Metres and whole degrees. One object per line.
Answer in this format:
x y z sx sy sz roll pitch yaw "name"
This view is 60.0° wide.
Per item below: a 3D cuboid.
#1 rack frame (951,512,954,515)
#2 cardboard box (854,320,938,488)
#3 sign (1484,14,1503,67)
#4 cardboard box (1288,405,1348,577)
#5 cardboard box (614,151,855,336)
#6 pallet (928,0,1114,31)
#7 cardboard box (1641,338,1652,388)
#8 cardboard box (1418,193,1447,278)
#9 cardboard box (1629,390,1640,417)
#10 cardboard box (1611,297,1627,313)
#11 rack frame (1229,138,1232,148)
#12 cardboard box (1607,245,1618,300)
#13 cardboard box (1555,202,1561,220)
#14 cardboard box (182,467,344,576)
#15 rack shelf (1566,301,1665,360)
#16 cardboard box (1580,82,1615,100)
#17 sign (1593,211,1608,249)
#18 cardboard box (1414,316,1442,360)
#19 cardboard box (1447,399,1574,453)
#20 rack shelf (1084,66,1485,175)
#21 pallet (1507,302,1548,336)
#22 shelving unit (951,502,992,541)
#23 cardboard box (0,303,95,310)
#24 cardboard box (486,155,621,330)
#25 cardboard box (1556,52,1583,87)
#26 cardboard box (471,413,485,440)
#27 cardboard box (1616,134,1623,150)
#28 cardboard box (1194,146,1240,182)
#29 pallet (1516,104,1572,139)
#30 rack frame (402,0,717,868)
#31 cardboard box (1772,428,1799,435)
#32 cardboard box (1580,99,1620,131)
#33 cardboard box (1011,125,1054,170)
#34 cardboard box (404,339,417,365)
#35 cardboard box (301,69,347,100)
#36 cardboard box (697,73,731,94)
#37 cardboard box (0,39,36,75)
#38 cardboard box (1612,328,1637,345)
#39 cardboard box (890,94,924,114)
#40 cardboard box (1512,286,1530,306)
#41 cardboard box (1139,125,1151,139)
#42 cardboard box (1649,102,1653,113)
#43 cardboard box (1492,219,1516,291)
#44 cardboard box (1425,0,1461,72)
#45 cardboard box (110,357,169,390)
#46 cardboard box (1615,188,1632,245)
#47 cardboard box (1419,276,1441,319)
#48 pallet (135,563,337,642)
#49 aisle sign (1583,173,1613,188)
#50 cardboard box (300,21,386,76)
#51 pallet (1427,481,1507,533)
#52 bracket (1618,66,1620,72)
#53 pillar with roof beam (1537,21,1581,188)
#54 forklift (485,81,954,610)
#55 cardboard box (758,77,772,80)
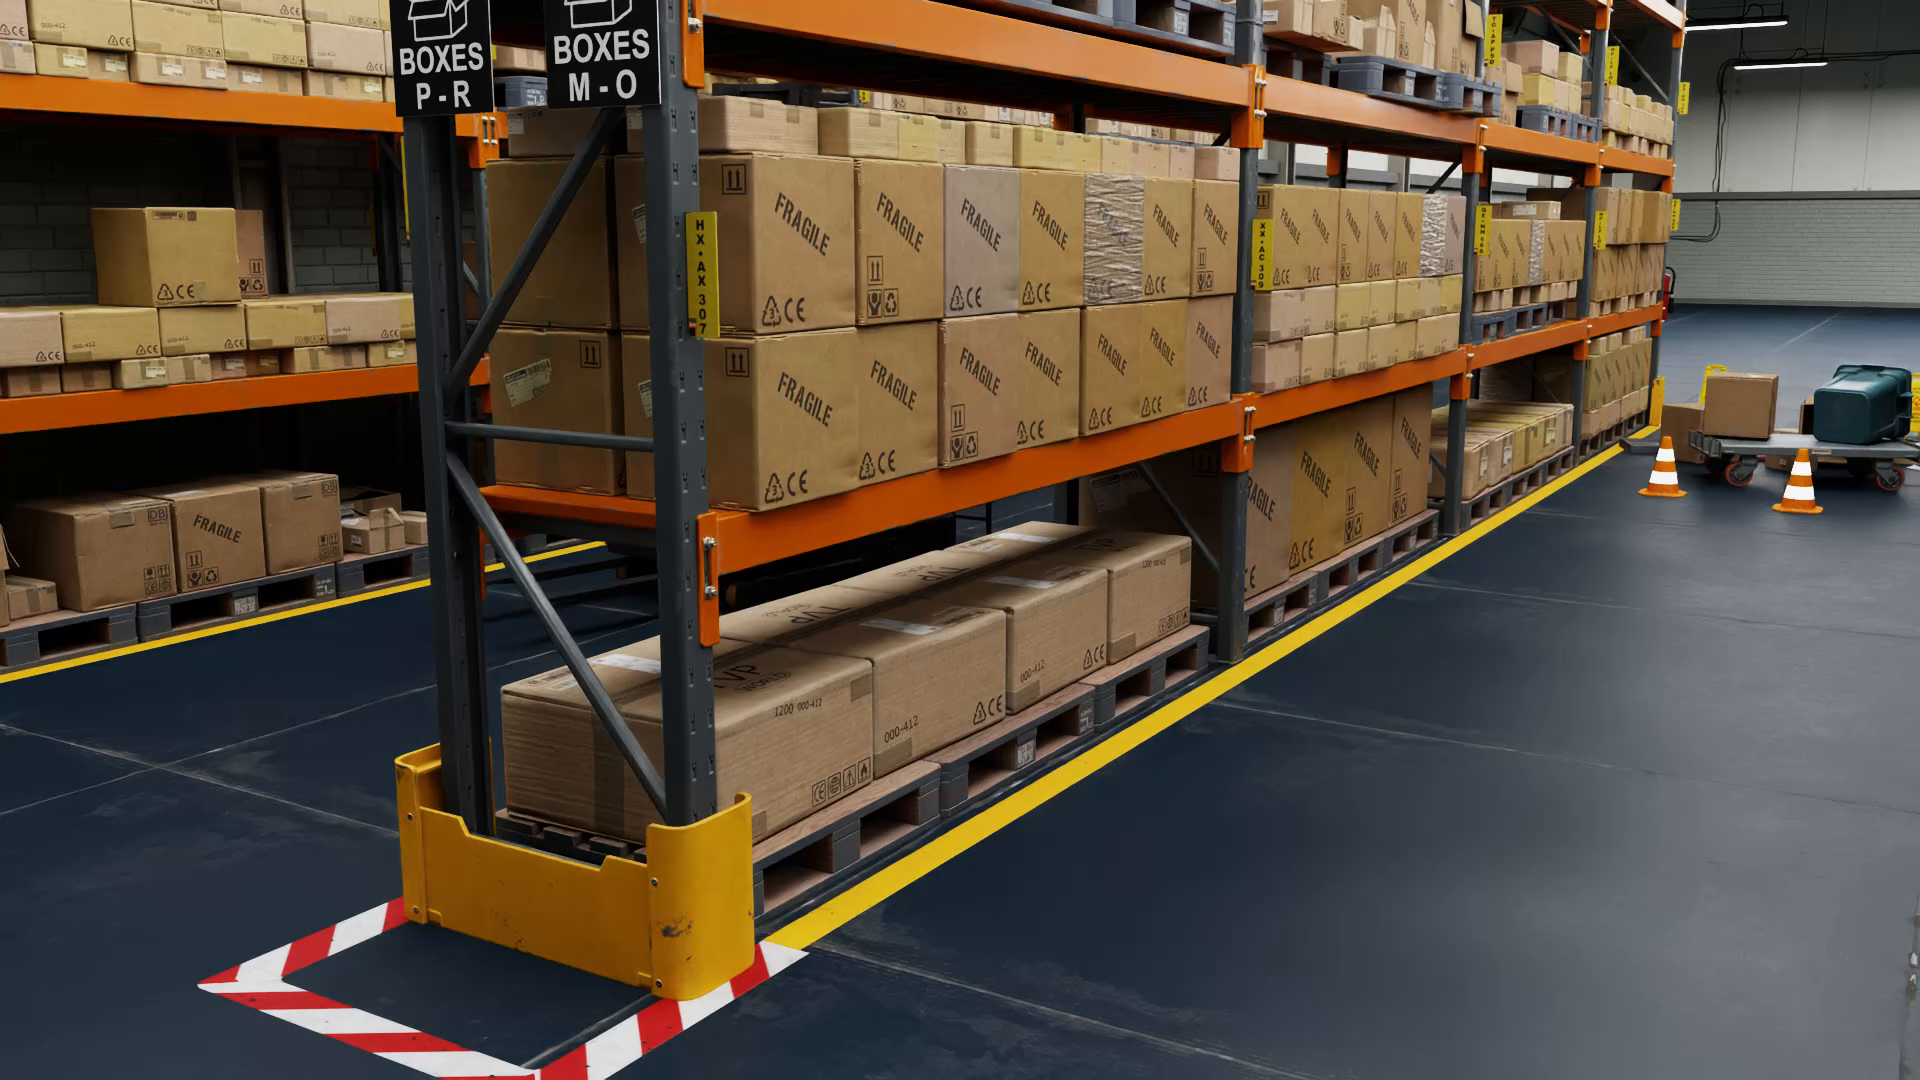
-0.213 -0.968 10.831 0.400 2.100 0.015 6 12 31 "rack frame"
-0.413 -0.465 5.429 0.500 0.500 0.500 6 12 30 "cardboard box"
3.477 -3.257 10.842 0.100 0.325 0.005 6 12 31 "sign"
1.646 -0.325 9.584 0.875 0.875 0.875 7 13 32 "cardboard box"
-0.654 -0.874 4.899 0.500 0.500 0.500 6 12 29 "cardboard box"
-0.138 -2.027 6.132 1.003 0.211 1.213 6 12 31 "pallet"
6.967 -1.874 17.522 0.500 0.500 0.500 6 12 31 "cardboard box"
2.702 -1.896 10.358 0.500 0.500 0.500 7 12 32 "cardboard box"
6.695 -1.423 17.150 0.500 0.250 0.500 6 12 31 "cardboard box"
6.193 -2.268 16.017 0.380 0.149 0.250 6 12 31 "cardboard box"
2.916 -6.224 20.161 1.000 3.000 0.127 6 12 31 "rack frame"
5.791 -2.492 15.447 0.500 0.500 0.500 6 12 30 "cardboard box"
4.690 -2.690 13.599 0.380 0.149 0.250 6 12 29 "cardboard box"
-3.977 -0.118 9.499 0.700 0.500 0.500 6 12 29 "cardboard box"
6.122 -2.134 16.569 1.077 0.370 4.000 6 12 31 "rack shelf"
5.526 -3.934 14.595 0.380 0.149 0.250 6 12 30 "cardboard box"
5.559 -2.689 14.436 0.100 0.325 0.005 6 12 31 "sign"
2.714 -1.284 10.482 0.500 0.250 0.500 7 12 32 "cardboard box"
4.813 -1.005 14.584 0.950 0.372 0.625 7 12 31 "cardboard box"
1.968 -2.350 9.573 1.077 0.370 4.000 6 12 31 "rack shelf"
3.999 -1.765 13.164 1.003 0.211 1.213 6 12 31 "pallet"
-0.086 -1.006 11.036 0.431 2.100 0.503 6 12 31 "shelving unit"
-4.849 -1.088 8.626 0.500 0.250 0.500 7 13 32 "cardboard box"
-1.100 -0.925 5.167 0.500 0.500 0.500 7 13 33 "cardboard box"
4.891 -3.922 13.924 0.500 0.250 0.500 7 13 32 "cardboard box"
-3.370 -0.770 11.220 0.380 0.149 0.250 6 12 28 "cardboard box"
5.985 -3.711 15.571 0.380 0.149 0.250 6 12 29 "cardboard box"
1.042 -1.695 7.520 0.380 0.149 0.250 6 12 30 "cardboard box"
4.136 -3.304 13.227 1.213 0.211 1.003 6 12 31 "pallet"
-1.147 -0.285 4.742 1.000 3.000 0.127 6 12 31 "rack frame"
8.206 -1.002 16.314 0.250 0.149 0.380 -6 12 -28 "cardboard box"
5.546 -3.763 14.763 0.500 0.250 0.500 6 12 29 "cardboard box"
0.115 -1.414 6.019 0.380 0.149 0.250 6 12 29 "cardboard box"
-3.381 -1.147 10.029 0.380 0.149 0.250 7 13 32 "cardboard box"
-3.657 -2.536 9.297 0.380 0.149 0.250 6 12 30 "cardboard box"
-1.906 -3.335 12.205 0.380 0.149 0.250 7 13 32 "cardboard box"
-4.548 -2.250 7.765 0.380 0.149 0.250 7 13 32 "cardboard box"
6.562 -2.049 16.690 0.380 0.149 0.250 7 13 33 "cardboard box"
-0.653 -3.887 14.144 0.500 0.500 0.500 7 12 31 "cardboard box"
4.215 -1.909 12.958 0.380 0.149 0.250 7 13 32 "cardboard box"
1.869 -4.515 18.133 0.396 0.266 0.258 6 12 29 "cardboard box"
6.777 -4.350 16.814 0.380 0.149 0.250 6 12 31 "cardboard box"
3.702 -2.077 12.089 0.500 0.500 0.500 7 13 34 "cardboard box"
2.655 -3.100 10.210 0.700 0.500 0.500 6 12 28 "cardboard box"
-4.275 -0.859 8.488 0.380 0.149 0.250 6 12 29 "cardboard box"
5.781 -2.986 15.371 0.700 0.500 0.500 6 12 31 "cardboard box"
2.709 -1.534 10.461 0.500 0.250 0.500 6 12 29 "cardboard box"
-4.304 0.283 9.283 1.003 0.211 1.213 6 12 31 "pallet"
6.927 -4.119 18.154 0.394 0.787 0.004 6 12 31 "aisle sign"
-3.612 -2.752 9.367 0.500 0.250 0.500 6 12 29 "cardboard box"
3.414 -0.296 12.375 1.003 0.211 1.213 6 12 31 "pallet"
17.447 -12.589 44.377 0.235 0.232 0.430 6 12 31 "bracket"
17.924 -9.564 38.001 9.100 9.000 0.548 6 12 31 "pillar with roof beam"
-1.403 -1.153 9.562 1.130 2.935 3.031 9 14 41 "forklift"
-1.653 -3.564 12.618 0.380 0.149 0.250 6 12 30 "cardboard box"
